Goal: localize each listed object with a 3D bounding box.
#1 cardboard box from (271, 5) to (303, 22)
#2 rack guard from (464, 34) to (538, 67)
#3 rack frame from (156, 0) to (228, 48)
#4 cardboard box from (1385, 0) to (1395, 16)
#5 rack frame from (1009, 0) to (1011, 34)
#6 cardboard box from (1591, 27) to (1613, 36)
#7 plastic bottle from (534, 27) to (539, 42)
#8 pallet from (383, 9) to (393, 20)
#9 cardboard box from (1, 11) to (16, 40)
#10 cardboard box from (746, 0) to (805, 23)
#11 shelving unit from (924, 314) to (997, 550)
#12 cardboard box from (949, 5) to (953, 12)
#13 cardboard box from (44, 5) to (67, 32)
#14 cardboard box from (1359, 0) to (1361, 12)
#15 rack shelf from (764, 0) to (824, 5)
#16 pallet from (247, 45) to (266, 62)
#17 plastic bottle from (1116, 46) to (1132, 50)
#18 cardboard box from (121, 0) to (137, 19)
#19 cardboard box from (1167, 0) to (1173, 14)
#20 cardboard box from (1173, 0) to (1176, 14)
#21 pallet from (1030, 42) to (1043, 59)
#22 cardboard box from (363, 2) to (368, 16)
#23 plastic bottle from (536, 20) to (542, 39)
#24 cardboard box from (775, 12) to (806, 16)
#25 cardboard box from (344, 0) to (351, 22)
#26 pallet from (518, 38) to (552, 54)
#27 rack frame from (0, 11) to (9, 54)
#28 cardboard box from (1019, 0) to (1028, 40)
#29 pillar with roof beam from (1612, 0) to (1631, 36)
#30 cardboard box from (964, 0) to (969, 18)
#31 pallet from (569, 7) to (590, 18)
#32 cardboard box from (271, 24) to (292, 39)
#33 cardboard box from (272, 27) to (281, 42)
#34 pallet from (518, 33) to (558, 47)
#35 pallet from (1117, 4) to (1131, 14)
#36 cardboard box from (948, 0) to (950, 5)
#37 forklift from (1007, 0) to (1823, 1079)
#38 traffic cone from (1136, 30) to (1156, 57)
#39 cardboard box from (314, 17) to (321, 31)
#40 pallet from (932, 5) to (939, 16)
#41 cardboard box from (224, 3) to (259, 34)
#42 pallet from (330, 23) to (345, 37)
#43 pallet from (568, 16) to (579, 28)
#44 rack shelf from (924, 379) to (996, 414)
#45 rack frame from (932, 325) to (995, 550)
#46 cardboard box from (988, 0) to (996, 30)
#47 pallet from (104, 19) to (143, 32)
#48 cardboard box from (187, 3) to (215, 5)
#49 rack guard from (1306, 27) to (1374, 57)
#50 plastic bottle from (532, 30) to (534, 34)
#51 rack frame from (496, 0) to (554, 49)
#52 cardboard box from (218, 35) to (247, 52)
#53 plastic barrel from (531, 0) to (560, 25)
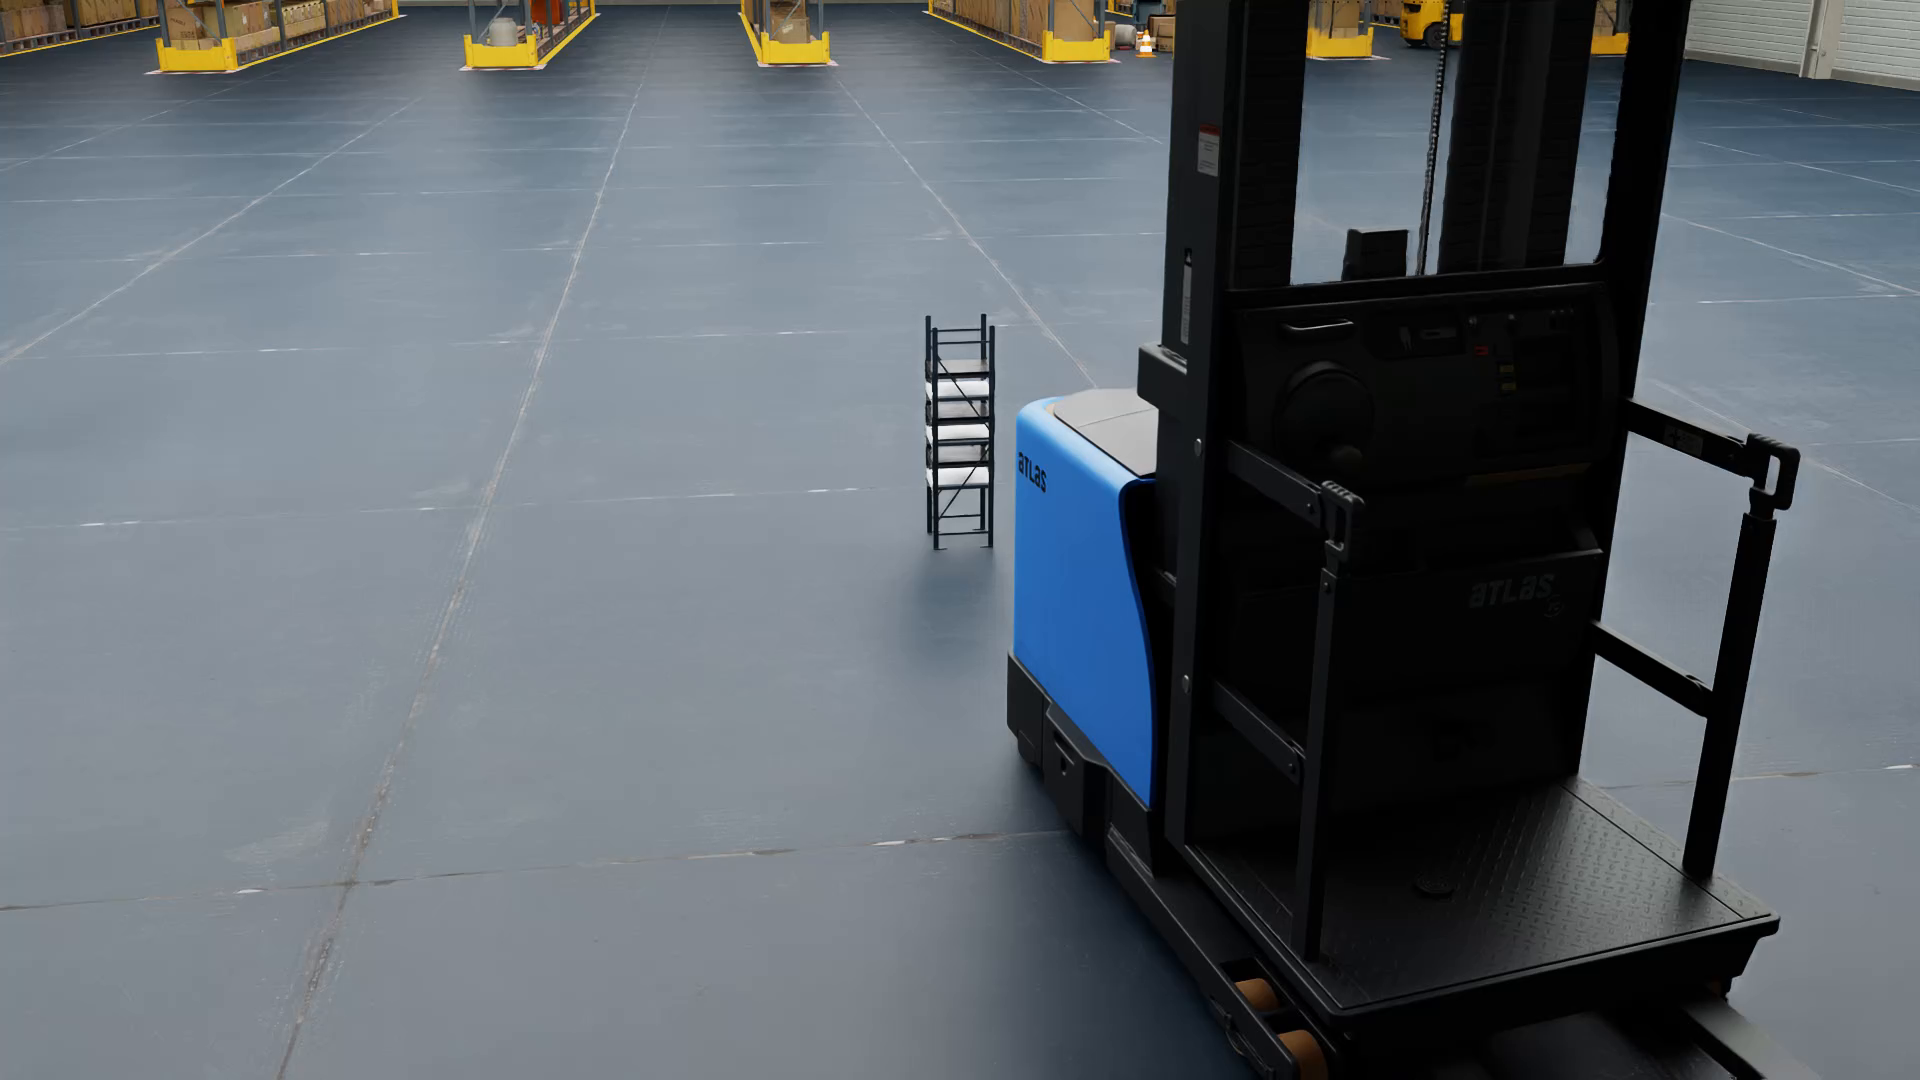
[{"bbox_3d":[-13.200,-10.312,32.568,0.500,0.311,0.500,-4,21,-10],"label":"cardboard box"},{"bbox_3d":[-7.823,-8.349,28.356,1.175,0.500,0.348,-3,21,-8],"label":"rack guard"},{"bbox_3d":[-12.667,-9.248,27.189,1.000,3.000,0.127,-3,21,-8],"label":"rack frame"},{"bbox_3d":[10.365,-12.603,39.144,0.500,0.500,0.500,-3,21,-9],"label":"cardboard box"},{"bbox_3d":[1.482,-11.346,32.808,1.000,3.000,0.127,-3,21,-8],"label":"rack frame"},{"bbox_3d":[11.977,-9.586,31.425,0.500,0.250,0.500,-3,21,-8],"label":"cardboard box"},{"bbox_3d":[-7.811,-9.291,30.576,0.097,0.271,0.097,0,20,0],"label":"plastic bottle"},{"bbox_3d":[-14.847,-13.179,41.700,1.003,0.211,1.213,-3,21,-8],"label":"pallet"},{"bbox_3d":[-18.268,-9.671,31.265,0.700,0.500,0.500,-2,21,-6],"label":"cardboard box"},{"bbox_3d":[-4.096,-11.957,36.881,1.225,0.875,0.875,-4,21,-10],"label":"cardboard box"},{"bbox_3d":[-0.001,-0.424,6.566,0.258,0.900,0.210,-3,21,-8],"label":"shelving unit"},{"bbox_3d":[-0.065,-13.096,40.967,0.380,0.149,0.250,-3,21,-7],"label":"cardboard box"},{"bbox_3d":[-18.567,-10.555,33.633,0.700,0.500,0.500,-3,21,-7],"label":"cardboard box"},{"bbox_3d":[10.058,-13.315,41.053,0.500,0.500,0.500,-3,21,-8],"label":"cardboard box"},{"bbox_3d":[-3.152,-10.102,30.504,1.077,0.370,4.000,-3,21,-8],"label":"rack shelf"},{"bbox_3d":[-12.992,-8.626,29.509,1.003,0.211,1.213,-3,21,-8],"label":"pallet"},{"bbox_3d":[3.150,-9.418,31.845,0.283,0.061,0.133,-11,23,-26],"label":"plastic bottle"},{"bbox_3d":[-19.076,-12.123,37.359,0.750,0.750,0.750,-3,21,-7],"label":"cardboard box"},{"bbox_3d":[5.519,-13.079,39.884,0.875,0.875,0.875,-2,21,-6],"label":"cardboard box"},{"bbox_3d":[4.609,-10.714,33.607,0.500,0.500,0.500,-3,21,-8],"label":"cardboard box"},{"bbox_3d":[1.866,-8.928,30.318,1.003,0.211,1.213,-3,21,-8],"label":"pallet"},{"bbox_3d":[-14.244,-12.505,39.125,0.500,0.311,0.500,-3,21,-8],"label":"cardboard box"},{"bbox_3d":[-7.936,-9.572,31.213,0.144,0.351,0.185,-4,21,-10],"label":"plastic bottle"},{"bbox_3d":[-3.165,-9.607,31.125,0.500,0.500,0.500,-5,21,-13],"label":"cardboard box"},{"bbox_3d":[-13.832,-11.760,36.860,0.500,0.500,0.500,-4,21,-10],"label":"cardboard box"},{"bbox_3d":[-8.286,-9.340,31.423,1.003,0.211,1.213,-3,21,-8],"label":"pallet"},{"bbox_3d":[-18.145,-10.382,30.225,1.000,3.000,0.127,-3,21,-8],"label":"rack frame"},{"bbox_3d":[1.637,-10.014,31.678,0.875,0.875,0.875,-3,21,-7],"label":"cardboard box"},{"bbox_3d":[8.385,-13.377,29.672,9.100,9.000,0.400,-3,21,-8],"label":"pillar with roof beam"},{"bbox_3d":[0.389,-12.334,38.424,0.500,0.500,0.500,-4,21,-10],"label":"cardboard box"},{"bbox_3d":[-9.991,-13.442,42.405,1.003,0.211,1.213,-3,21,-8],"label":"pallet"},{"bbox_3d":[-13.057,-9.694,31.712,0.500,0.250,0.500,-3,21,-9],"label":"cardboard box"},{"bbox_3d":[-12.961,-9.392,30.905,0.500,0.250,0.500,-3,21,-8],"label":"cardboard box"},{"bbox_3d":[-8.493,-9.845,32.773,1.003,0.211,1.213,-3,21,-8],"label":"pallet"},{"bbox_3d":[4.829,-14.206,44.451,1.003,0.211,1.213,-3,21,-8],"label":"pallet"},{"bbox_3d":[-0.082,-13.303,41.095,0.380,0.149,0.250,-4,21,-10],"label":"cardboard box"},{"bbox_3d":[1.092,-0.331,3.413,1.130,2.935,3.031,-7,21,-17],"label":"forklift"},{"bbox_3d":[3.387,-9.028,30.228,0.336,0.463,0.334,-3,21,-8],"label":"traffic cone"},{"bbox_3d":[-13.425,-10.578,34.081,0.500,0.250,0.500,-3,21,-8],"label":"cardboard box"},{"bbox_3d":[-0.155,-13.885,43.591,1.003,0.211,1.213,-3,21,-8],"label":"pallet"},{"bbox_3d":[-12.738,-9.224,29.384,0.500,0.500,0.500,-3,21,-8],"label":"cardboard box"},{"bbox_3d":[-13.891,-10.972,35.791,1.003,0.211,1.213,-3,21,-8],"label":"pallet"},{"bbox_3d":[-9.425,-12.076,38.746,1.003,0.211,1.213,-3,21,-8],"label":"pallet"},{"bbox_3d":[-0.001,-0.562,6.515,0.258,0.077,0.200,-3,21,-8],"label":"rack shelf"},{"bbox_3d":[0.014,-0.389,6.472,0.240,0.900,0.006,-3,21,-8],"label":"rack frame"},{"bbox_3d":[1.168,-11.034,34.586,1.050,0.750,0.750,-3,21,-8],"label":"cardboard box"},{"bbox_3d":[-19.113,-11.582,37.424,1.003,0.211,1.213,-3,21,-8],"label":"pallet"},{"bbox_3d":[-13.269,-9.197,29.311,0.500,0.500,0.500,-3,21,-8],"label":"cardboard box"},{"bbox_3d":[6.932,-9.101,30.370,1.175,0.500,0.348,-3,21,-8],"label":"rack guard"},{"bbox_3d":[-7.718,-9.068,29.978,0.097,0.271,0.097,0,20,0],"label":"plastic bottle"},{"bbox_3d":[-8.342,-10.881,31.563,1.000,3.000,0.127,-3,21,-8],"label":"rack frame"},{"bbox_3d":[-12.600,-8.526,28.587,0.500,0.250,0.500,-3,21,-8],"label":"cardboard box"},{"bbox_3d":[-9.006,-11.615,36.028,0.600,0.830,0.708,-3,21,-8],"label":"plastic barrel"}]
